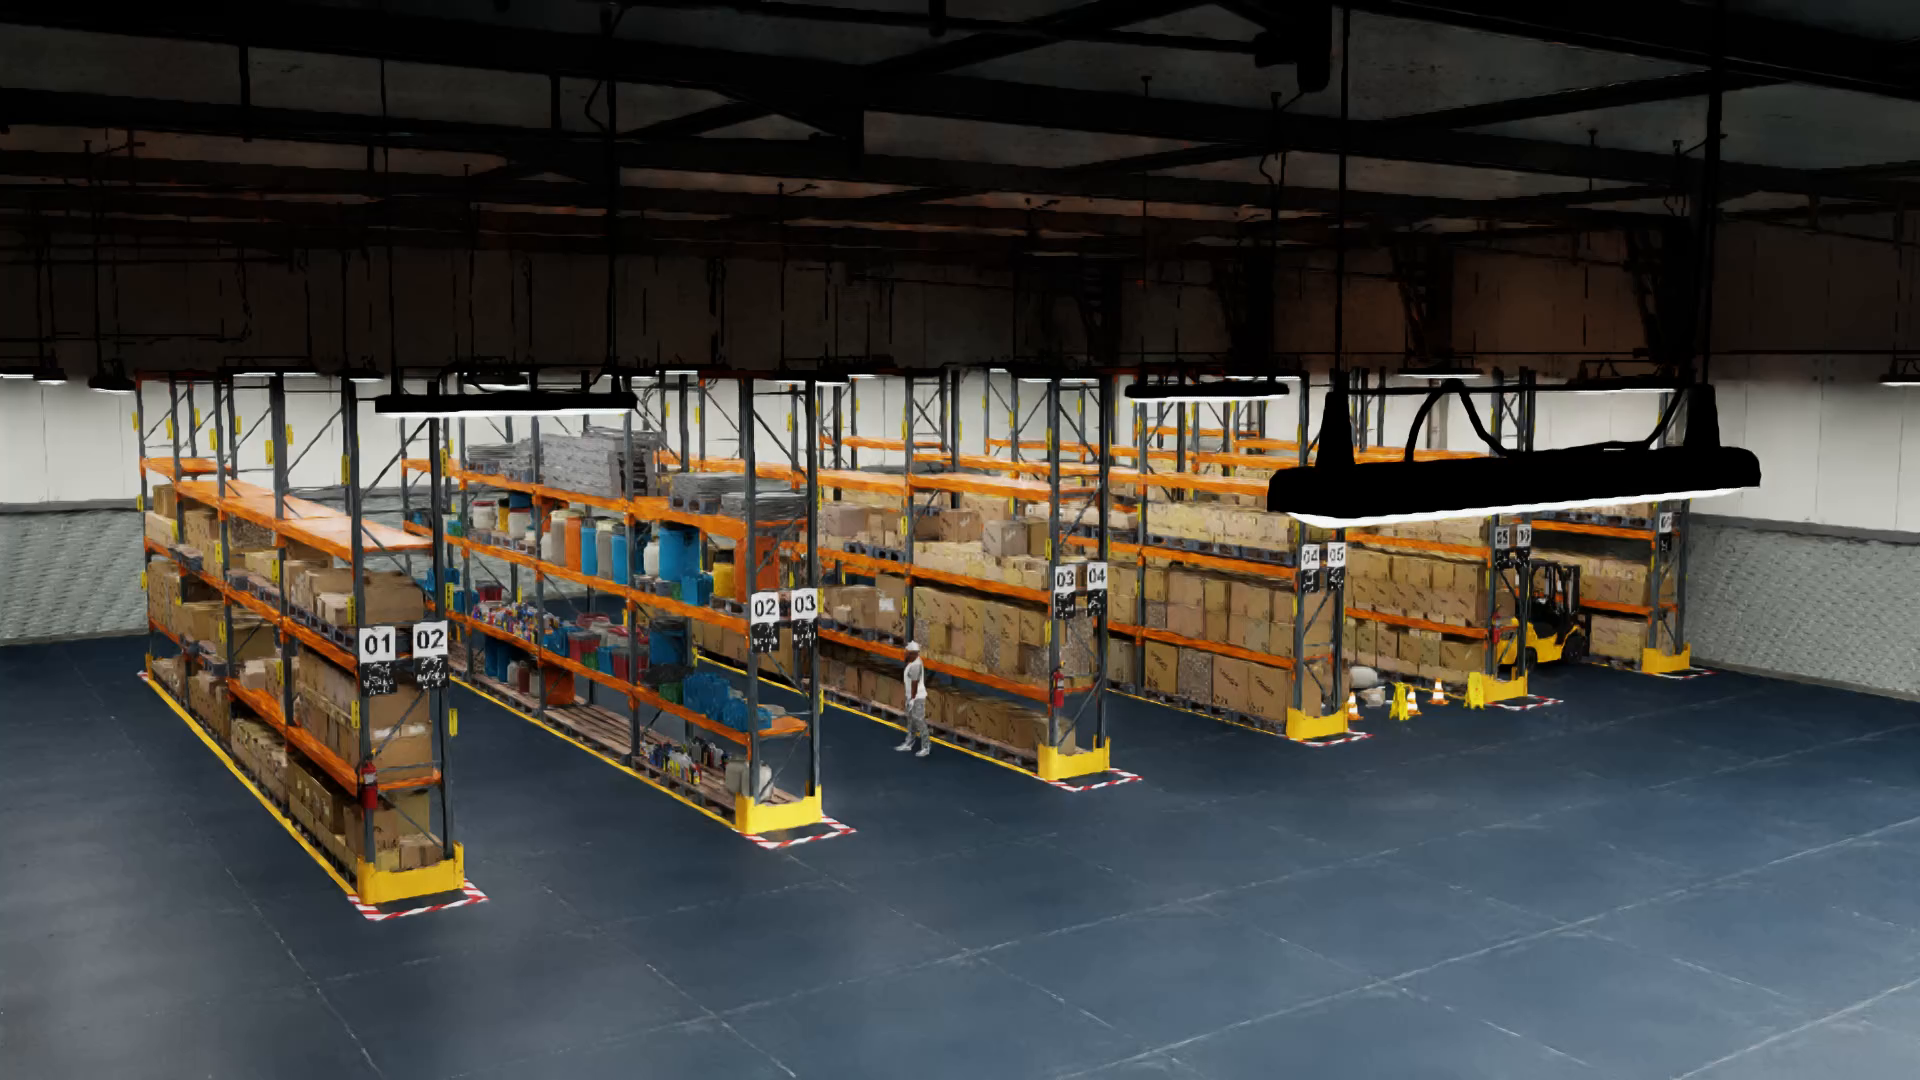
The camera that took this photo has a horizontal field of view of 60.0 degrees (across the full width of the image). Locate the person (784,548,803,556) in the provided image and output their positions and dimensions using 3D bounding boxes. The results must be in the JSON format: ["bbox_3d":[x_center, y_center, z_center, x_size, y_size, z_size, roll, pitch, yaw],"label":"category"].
[{"bbox_3d":[-4.404,0.405,44.598,0.702,1.779,0.459,3,7,21],"label":"person"}]

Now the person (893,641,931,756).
[{"bbox_3d":[-0.764,2.474,26.217,0.584,1.782,0.665,-1,6,-6],"label":"person"}]
